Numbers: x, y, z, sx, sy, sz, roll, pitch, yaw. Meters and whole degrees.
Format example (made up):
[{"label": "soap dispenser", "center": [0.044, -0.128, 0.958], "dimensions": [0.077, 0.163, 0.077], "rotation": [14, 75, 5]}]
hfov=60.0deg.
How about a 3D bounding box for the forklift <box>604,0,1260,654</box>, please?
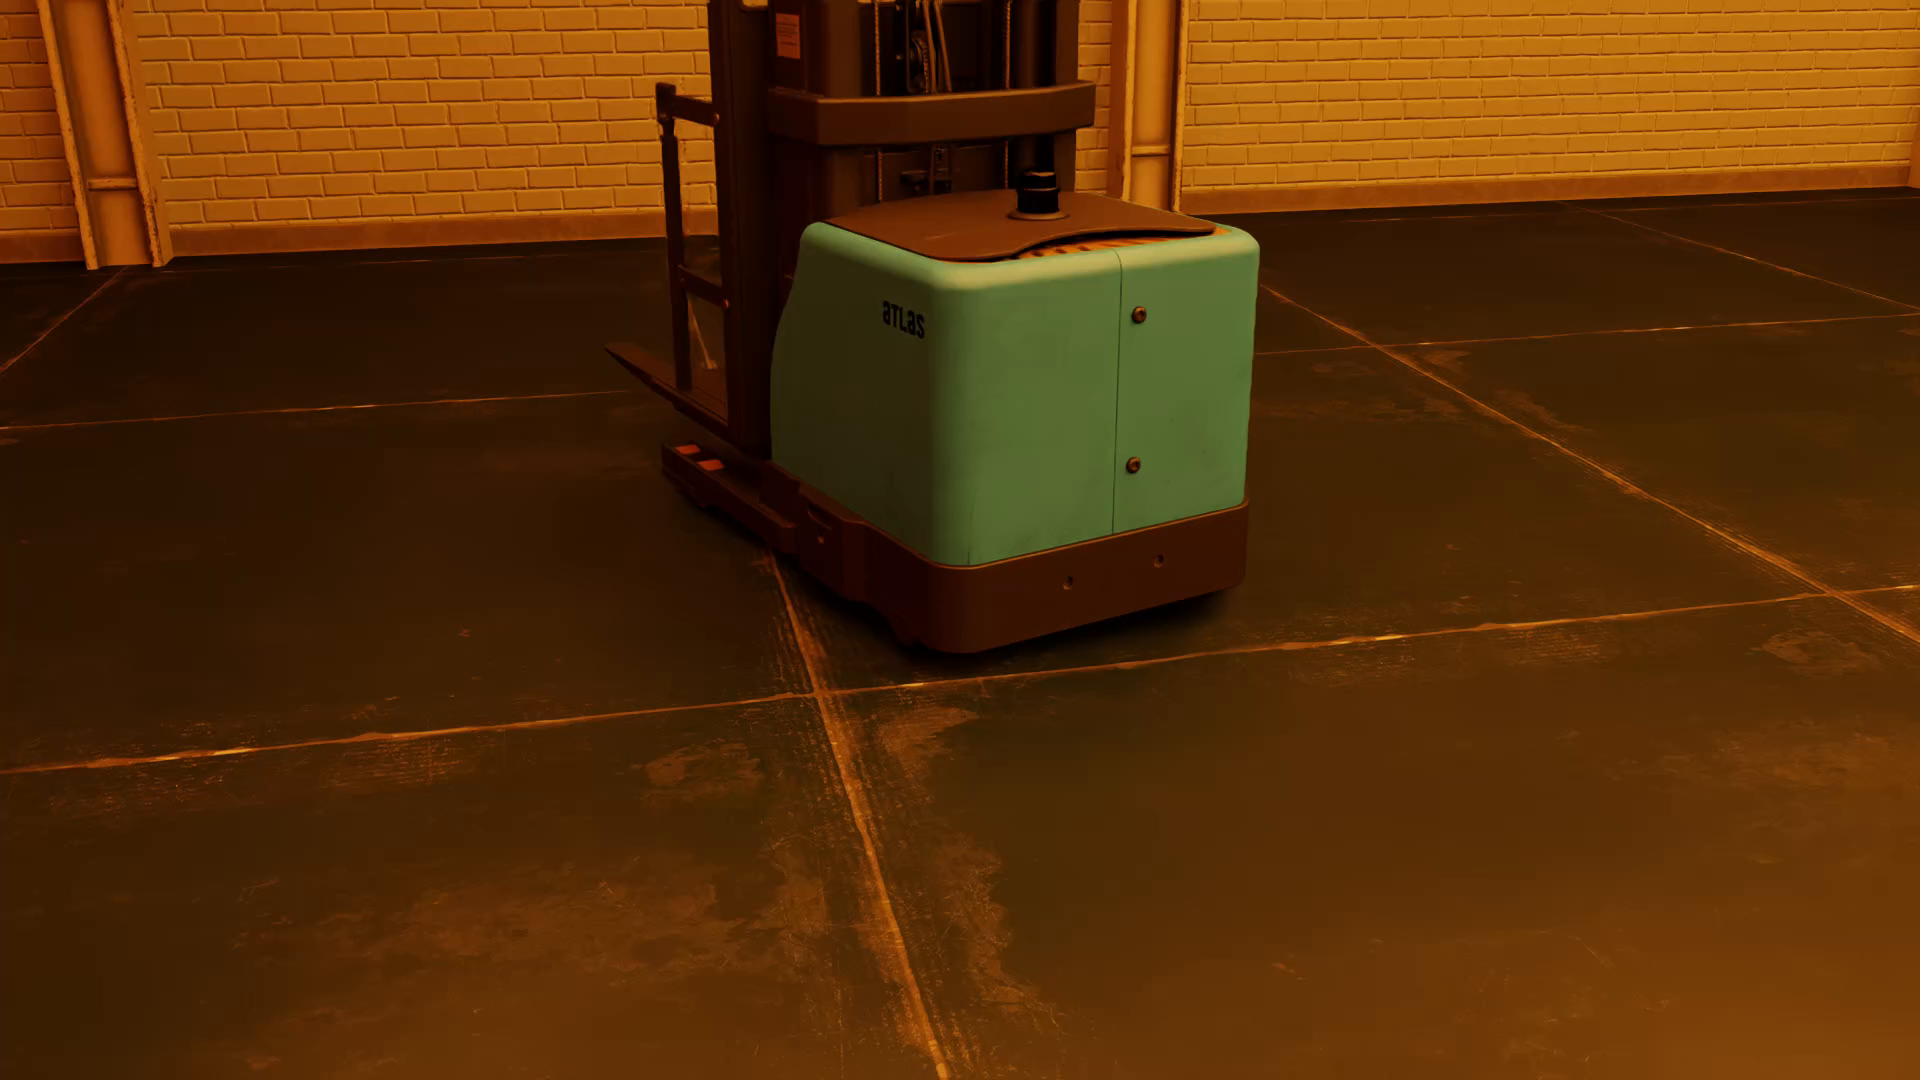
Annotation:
[{"label": "forklift", "center": [-0.370, -1.551, 5.250], "dimensions": [1.130, 2.935, 3.031], "rotation": [-12, 24, -29]}]
